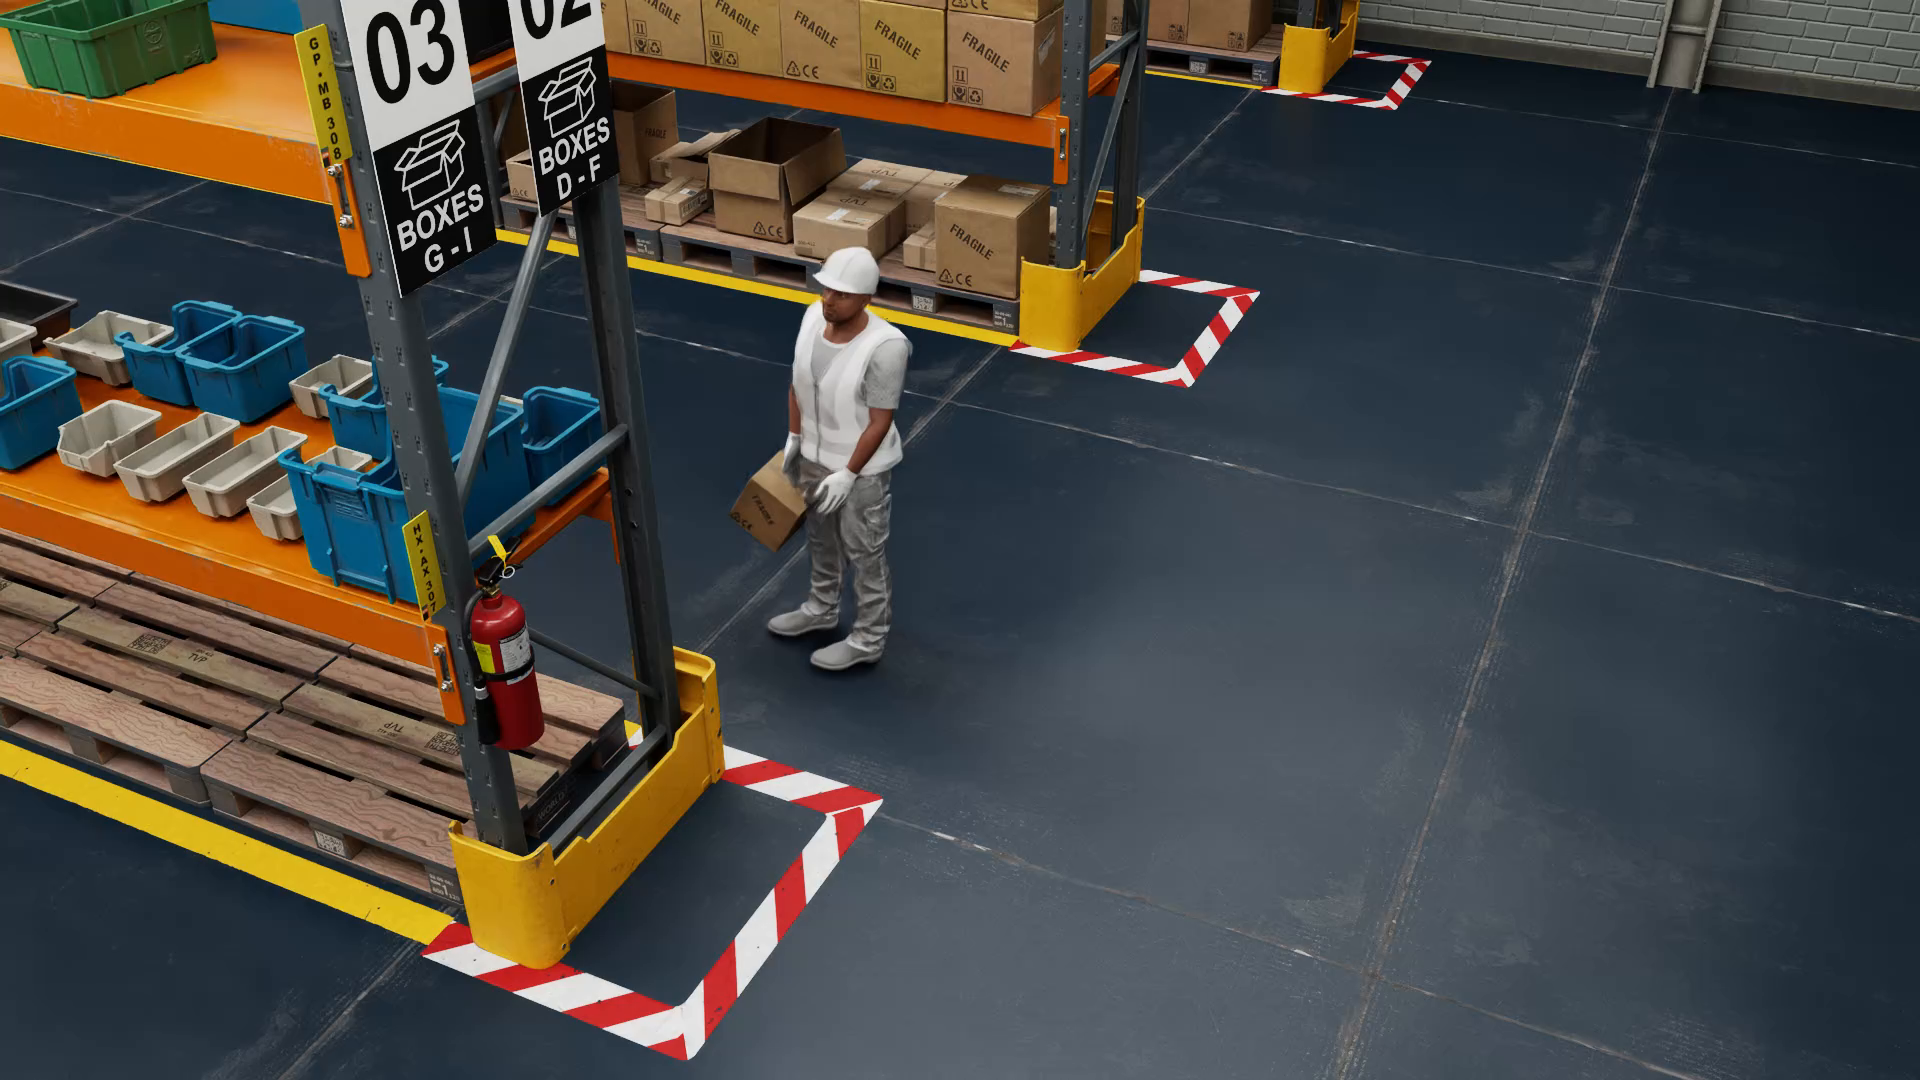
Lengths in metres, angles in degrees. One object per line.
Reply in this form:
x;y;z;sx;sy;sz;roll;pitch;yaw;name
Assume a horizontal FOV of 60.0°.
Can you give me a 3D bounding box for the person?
-0.504;-0.311;6.556;0.456;1.794;0.599;-29;43;-36;person
